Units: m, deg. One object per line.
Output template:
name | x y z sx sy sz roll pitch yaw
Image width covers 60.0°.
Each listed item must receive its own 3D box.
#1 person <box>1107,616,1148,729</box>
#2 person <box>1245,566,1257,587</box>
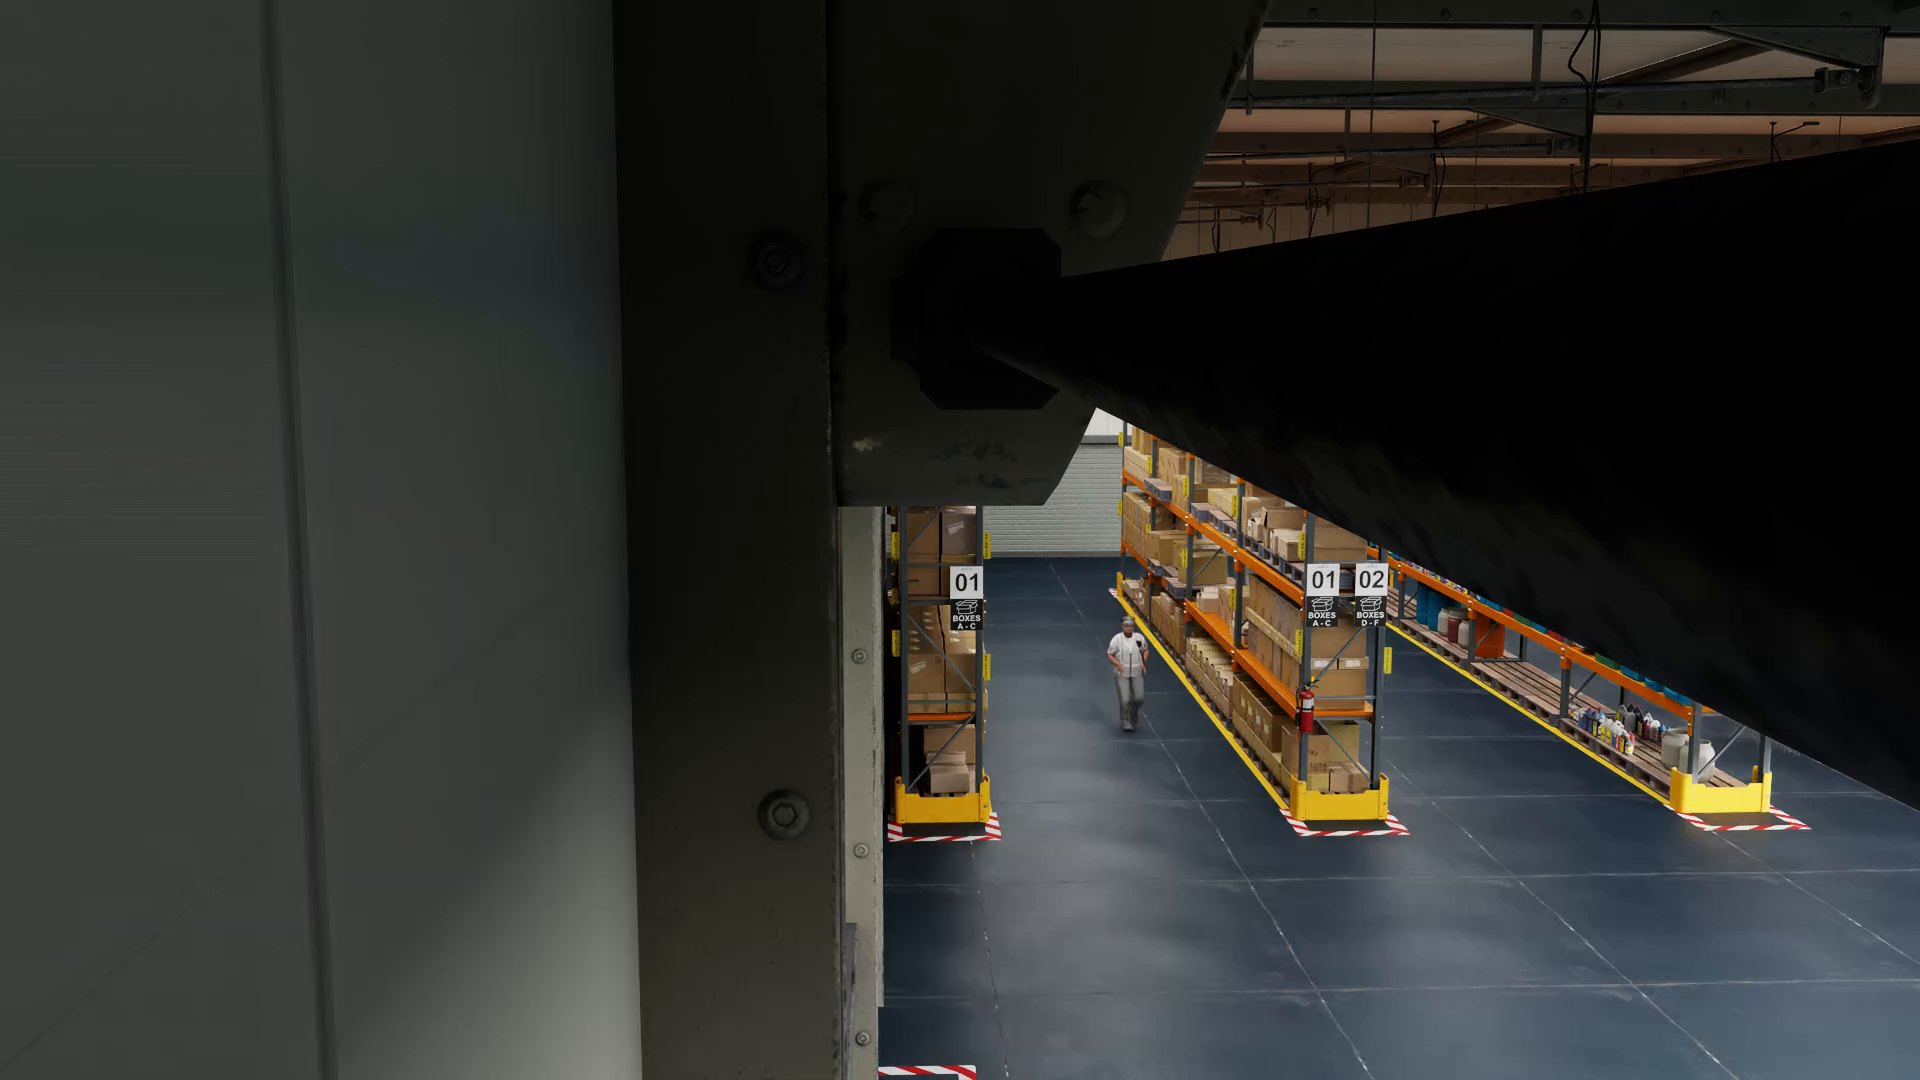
person | 2.530 1.987 24.809 0.638 1.737 0.564 -1 8 -5
person | 6.063 0.700 34.685 0.571 1.558 0.580 -1 8 -5
